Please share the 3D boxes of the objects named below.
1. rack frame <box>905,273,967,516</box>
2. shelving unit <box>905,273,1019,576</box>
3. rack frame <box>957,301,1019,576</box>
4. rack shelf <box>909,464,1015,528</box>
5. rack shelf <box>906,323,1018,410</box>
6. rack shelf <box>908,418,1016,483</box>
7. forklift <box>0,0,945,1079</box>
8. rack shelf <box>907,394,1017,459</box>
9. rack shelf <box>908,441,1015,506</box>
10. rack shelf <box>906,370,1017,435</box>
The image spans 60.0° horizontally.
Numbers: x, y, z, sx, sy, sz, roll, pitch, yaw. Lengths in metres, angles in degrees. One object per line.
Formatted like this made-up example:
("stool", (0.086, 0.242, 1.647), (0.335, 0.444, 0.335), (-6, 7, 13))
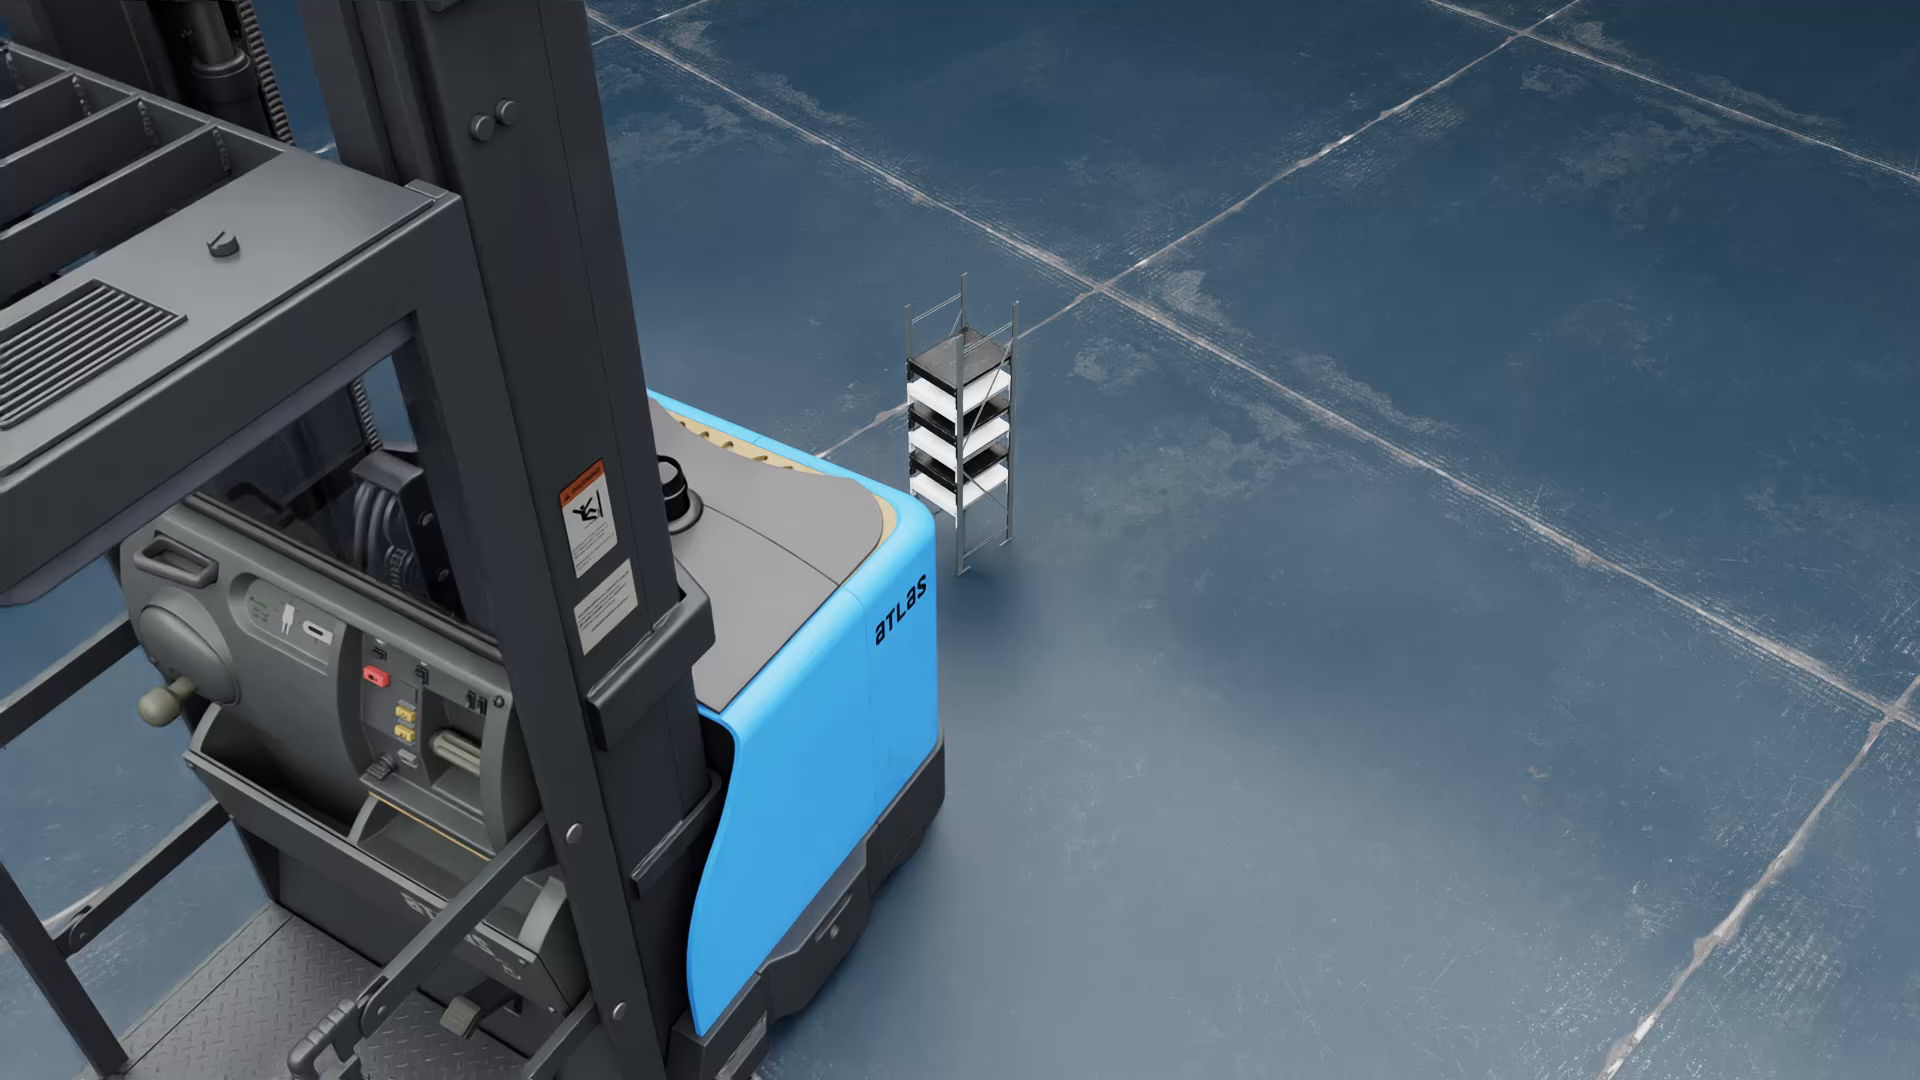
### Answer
("rack frame", (-0.066, -0.375, 4.993), (0.240, 0.900, 0.006), (-34, 53, -31))
("shelving unit", (0.006, -0.327, 4.940), (0.258, 0.900, 0.210), (-34, 53, -31))
("rack frame", (0.078, -0.278, 4.888), (0.240, 0.900, 0.006), (-34, 53, -31))
("rack shelf", (0.006, -0.170, 5.085), (0.258, 0.077, 0.200), (-34, 53, -31))
("rack shelf", (0.006, -0.500, 4.780), (0.258, 0.077, 0.200), (-34, 53, -31))
("rack shelf", (0.006, -0.302, 4.963), (0.258, 0.077, 0.200), (-34, 53, -31))
("forklift", (-1.234, 0.318, 2.746), (1.130, 2.935, 3.031), (22, 47, 22))
("rack shelf", (0.006, -0.368, 4.902), (0.258, 0.077, 0.200), (-34, 53, -31))
("rack shelf", (0.006, -0.236, 5.024), (0.258, 0.077, 0.200), (-34, 53, -31))
("rack shelf", (0.006, -0.434, 4.841), (0.258, 0.077, 0.200), (-34, 53, -31))
